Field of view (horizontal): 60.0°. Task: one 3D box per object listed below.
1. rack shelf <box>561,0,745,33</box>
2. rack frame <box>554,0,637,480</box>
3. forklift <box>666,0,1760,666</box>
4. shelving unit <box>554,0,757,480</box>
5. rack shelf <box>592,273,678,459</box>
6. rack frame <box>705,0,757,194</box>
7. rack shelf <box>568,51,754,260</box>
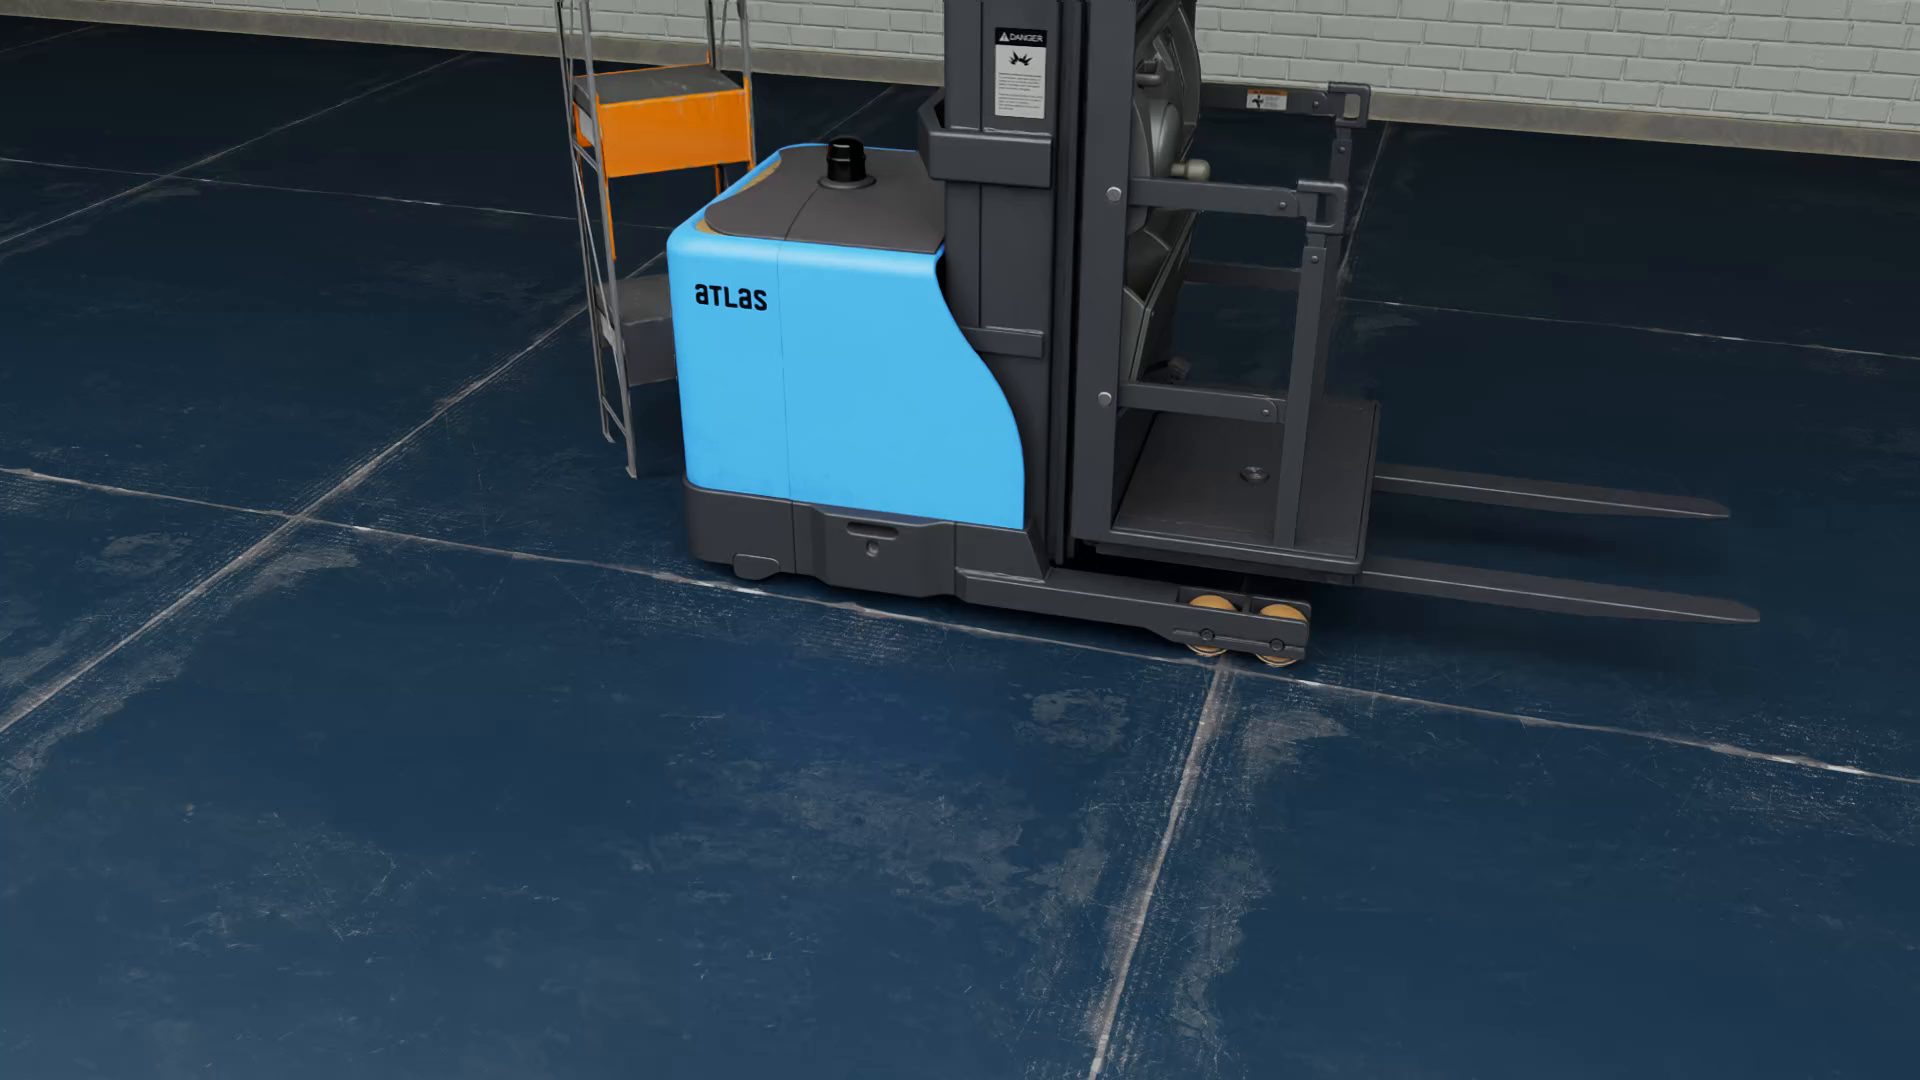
[{"bbox_3d":[-0.960,-1.859,5.020,0.480,0.518,0.431,-13,31,-21],"label":"rack shelf"},{"bbox_3d":[-1.182,-1.209,5.264,0.015,2.100,0.400,-13,31,-21],"label":"rack frame"},{"bbox_3d":[0.746,-1.219,4.427,3.031,2.935,1.130,7,30,13],"label":"forklift"},{"bbox_3d":[-0.960,-1.259,5.353,0.503,2.100,0.431,-13,31,-21],"label":"shelving unit"},{"bbox_3d":[-0.960,-0.635,5.700,0.480,0.518,0.431,-13,31,-21],"label":"rack shelf"},{"bbox_3d":[-0.738,-1.309,5.443,0.015,2.100,0.400,-13,31,-21],"label":"rack frame"},{"bbox_3d":[-0.960,-1.247,5.360,0.480,0.518,0.431,-13,31,-21],"label":"rack shelf"}]
